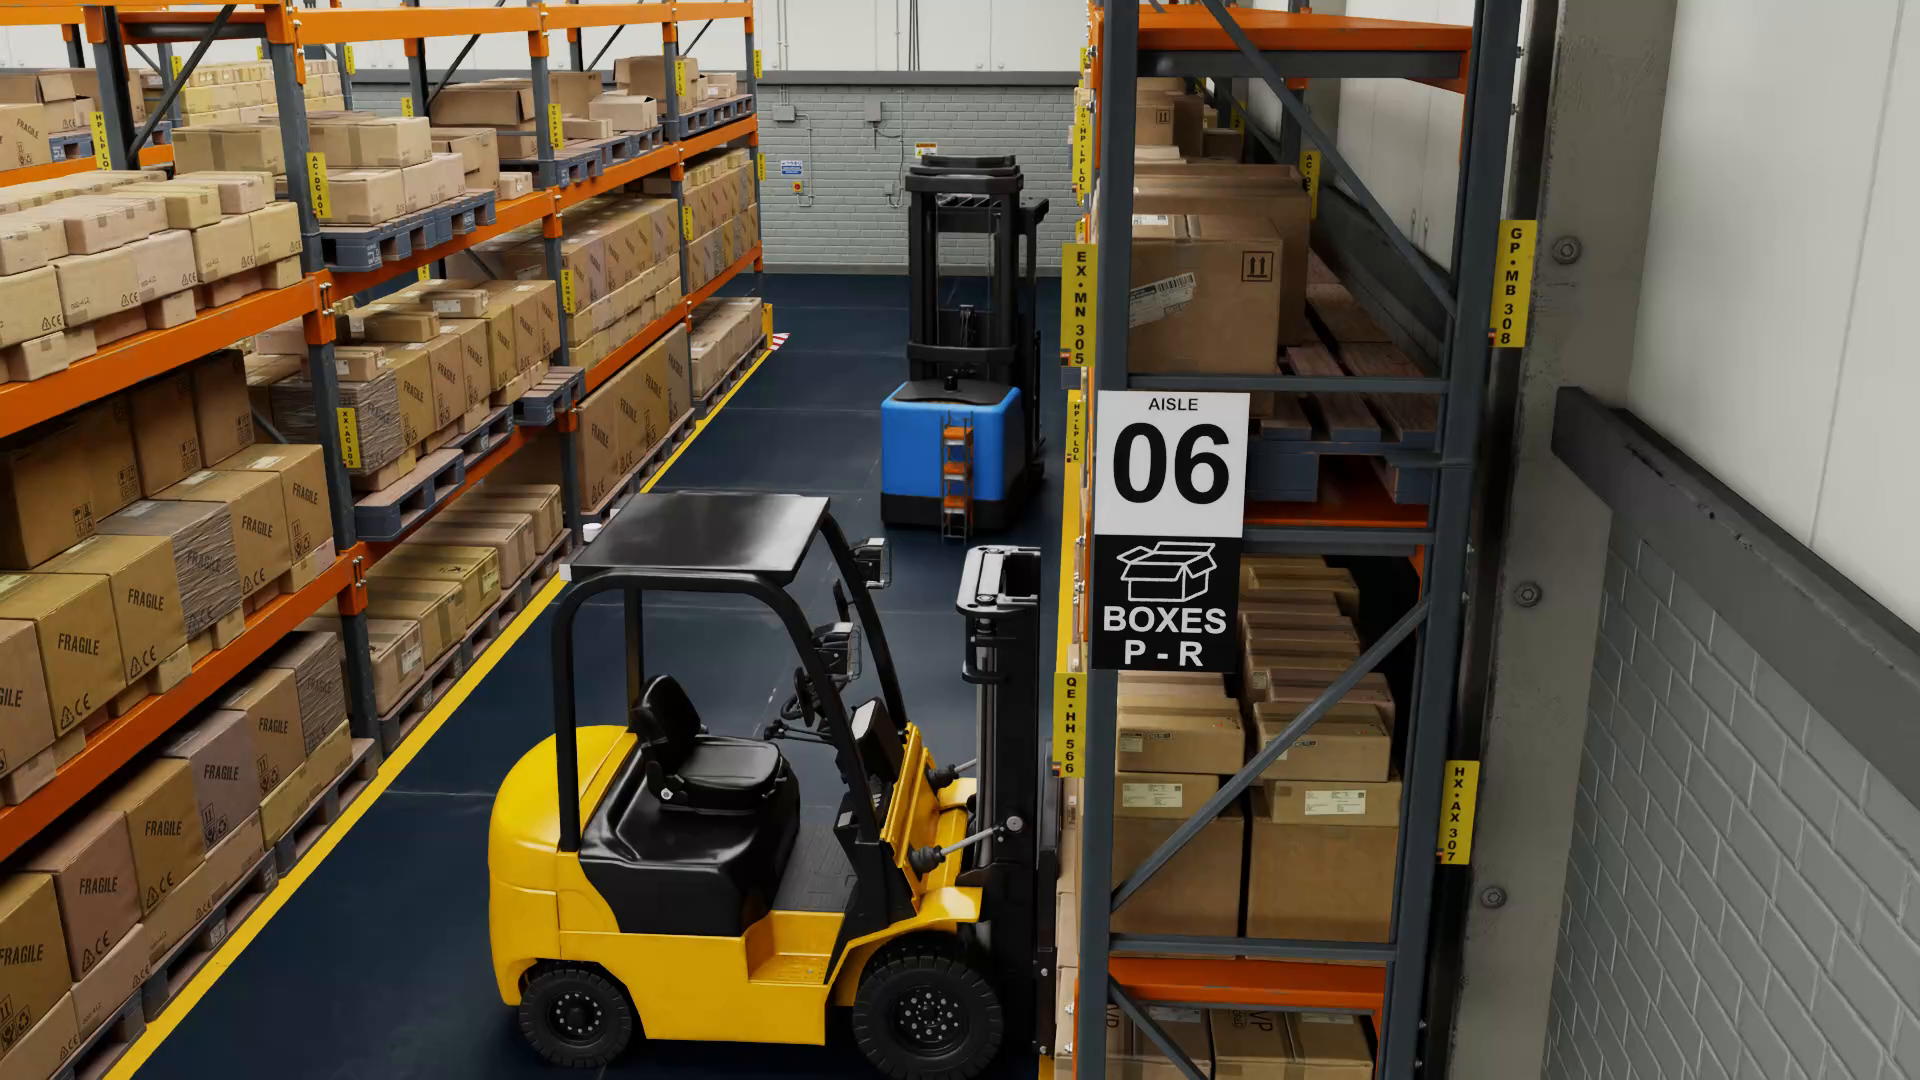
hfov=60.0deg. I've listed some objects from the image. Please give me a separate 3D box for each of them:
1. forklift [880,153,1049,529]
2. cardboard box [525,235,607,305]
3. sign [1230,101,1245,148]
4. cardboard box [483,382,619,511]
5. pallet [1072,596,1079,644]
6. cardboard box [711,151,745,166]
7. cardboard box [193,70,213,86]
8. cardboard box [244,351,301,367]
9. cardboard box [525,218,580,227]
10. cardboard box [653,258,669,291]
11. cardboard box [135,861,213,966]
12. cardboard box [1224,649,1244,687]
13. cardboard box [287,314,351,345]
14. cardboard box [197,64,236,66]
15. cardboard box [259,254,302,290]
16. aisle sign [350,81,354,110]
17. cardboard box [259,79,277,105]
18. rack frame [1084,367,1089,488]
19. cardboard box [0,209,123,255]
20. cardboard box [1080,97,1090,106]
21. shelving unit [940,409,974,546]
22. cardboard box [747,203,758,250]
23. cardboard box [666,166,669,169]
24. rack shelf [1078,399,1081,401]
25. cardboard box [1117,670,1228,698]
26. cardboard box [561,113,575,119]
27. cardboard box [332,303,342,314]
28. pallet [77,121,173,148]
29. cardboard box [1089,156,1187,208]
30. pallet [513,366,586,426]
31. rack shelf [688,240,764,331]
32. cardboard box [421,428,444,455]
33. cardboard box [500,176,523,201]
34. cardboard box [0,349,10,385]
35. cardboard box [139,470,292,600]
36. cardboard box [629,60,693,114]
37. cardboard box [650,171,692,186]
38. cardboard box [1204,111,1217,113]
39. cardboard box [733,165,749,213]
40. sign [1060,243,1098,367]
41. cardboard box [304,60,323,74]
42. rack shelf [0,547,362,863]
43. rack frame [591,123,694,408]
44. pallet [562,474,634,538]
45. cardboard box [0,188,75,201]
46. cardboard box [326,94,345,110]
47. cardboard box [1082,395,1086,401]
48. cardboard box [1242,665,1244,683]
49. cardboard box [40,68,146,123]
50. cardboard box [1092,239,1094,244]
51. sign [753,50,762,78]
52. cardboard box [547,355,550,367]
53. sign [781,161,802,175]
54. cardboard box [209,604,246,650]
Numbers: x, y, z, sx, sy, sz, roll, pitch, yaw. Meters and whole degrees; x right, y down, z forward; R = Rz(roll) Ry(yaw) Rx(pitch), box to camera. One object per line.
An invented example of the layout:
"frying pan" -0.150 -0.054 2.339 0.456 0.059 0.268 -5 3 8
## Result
"forklift" 0.155 -1.901 14.517 1.130 2.935 3.031 4 19 11
"cardboard box" -3.216 -2.210 13.583 0.500 0.500 0.500 1 18 4
"sign" 1.983 -2.969 11.893 0.100 0.325 0.005 1 18 4
"cardboard box" -3.389 -0.788 13.748 0.875 0.875 0.875 1 18 3
"pallet" 1.242 0.682 11.002 1.003 0.211 1.213 1 18 4
"cardboard box" -2.703 -4.423 19.297 0.380 0.149 0.250 1 18 3
"cardboard box" -7.902 -4.736 17.039 0.380 0.149 0.250 1 18 3
"cardboard box" -3.970 -0.834 9.838 0.500 0.500 0.500 1 18 4
"cardboard box" -3.631 -2.545 14.606 0.500 0.500 0.500 1 18 3
"cardboard box" -3.052 -2.496 15.661 0.500 0.250 0.500 2 18 5
"cardboard box" -3.690 1.634 7.360 0.500 0.250 0.500 3 18 8
"cardboard box" 1.216 0.695 6.323 0.500 0.500 0.500 1 18 3
"cardboard box" -3.968 -1.288 10.182 0.380 0.149 0.250 1 18 2
"cardboard box" -8.316 -5.235 18.564 0.380 0.149 0.250 2 18 6
"cardboard box" -3.526 -1.344 8.293 0.380 0.149 0.250 1 18 4
"aisle sign" -7.588 -5.200 20.301 0.394 0.787 0.004 1 18 4
"cardboard box" -7.794 -4.918 18.234 0.500 0.250 0.500 0 18 2
"rack frame" 1.143 -0.033 8.707 1.000 3.000 0.127 1 18 4
"cardboard box" -3.629 -1.241 6.698 0.380 0.149 0.250 2 18 5
"cardboard box" 1.206 -3.650 14.018 0.380 0.149 0.250 1 18 4
"shelving unit" -0.023 -0.494 13.244 0.215 1.050 0.252 4 19 12
"cardboard box" -2.718 -3.762 19.925 0.500 0.500 0.500 1 18 4
"cardboard box" -3.373 -4.033 18.107 0.380 0.149 0.250 1 18 4
"rack shelf" 1.573 -1.555 14.506 1.077 0.370 4.000 1 18 4
"cardboard box" 0.659 0.519 5.343 0.380 0.149 0.250 1 18 4
"cardboard box" -3.674 -3.756 14.953 0.380 0.166 0.250 0 18 0
"cardboard box" -7.645 -2.746 19.936 0.380 0.149 0.250 1 18 3
"pallet" -8.330 -3.853 15.850 1.213 0.211 1.003 1 18 4
"cardboard box" 0.952 -1.894 8.876 0.500 0.311 0.500 1 18 2
"pallet" -3.466 -1.070 12.180 1.213 0.211 1.003 1 18 4
"rack shelf" -3.091 -2.907 18.632 1.077 0.370 4.000 1 18 4
"cardboard box" -3.422 -0.634 10.269 0.380 0.149 0.250 2 18 5
"cardboard box" -3.344 -2.511 11.856 0.380 0.149 0.250 1 18 4
"cardboard box" -3.756 -0.627 6.107 0.380 0.149 0.250 1 18 2
"cardboard box" -3.622 -0.028 8.053 0.500 0.500 0.500 2 18 6
"cardboard box" -2.983 -4.525 16.604 0.500 0.500 0.500 2 18 5
"cardboard box" -2.974 -3.711 17.123 0.380 0.149 0.250 1 18 3
"cardboard box" 1.779 -3.147 12.515 0.380 0.149 0.250 1 18 4
"cardboard box" -2.753 -4.074 19.274 0.500 0.500 0.500 1 18 4
"sign" 0.316 -0.616 4.373 0.100 0.325 0.005 1 18 4
"cardboard box" -7.717 -5.545 19.510 0.380 0.149 0.250 2 18 5
"rack shelf" -3.951 0.820 7.258 1.077 0.370 4.000 1 18 4
"rack frame" -3.235 -2.627 16.624 1.000 3.000 0.127 1 18 4
"pallet" -3.390 -0.303 14.009 1.003 0.211 1.213 1 18 4
"cardboard box" -4.219 -1.493 7.468 0.380 0.149 0.250 1 18 4
"cardboard box" -7.661 -5.156 19.764 0.500 0.250 0.500 1 18 3
"cardboard box" 0.903 -0.740 9.662 0.380 0.149 0.250 1 18 2
"cardboard box" 1.198 0.515 5.831 0.380 0.149 0.250 1 18 2
"cardboard box" -8.316 -4.264 15.966 0.700 0.500 0.500 1 18 4
"cardboard box" 0.753 -1.215 7.065 0.380 0.149 0.250 2 18 6
"sign" -2.408 -5.662 19.773 0.100 0.325 0.005 1 18 4
"cardboard box" -3.310 -1.358 12.480 0.380 0.149 0.250 2 18 6
"sign" -2.611 -5.770 25.781 0.327 0.218 0.001 1 18 4
"cardboard box" -3.597 0.399 7.792 0.380 0.149 0.250 1 18 3
